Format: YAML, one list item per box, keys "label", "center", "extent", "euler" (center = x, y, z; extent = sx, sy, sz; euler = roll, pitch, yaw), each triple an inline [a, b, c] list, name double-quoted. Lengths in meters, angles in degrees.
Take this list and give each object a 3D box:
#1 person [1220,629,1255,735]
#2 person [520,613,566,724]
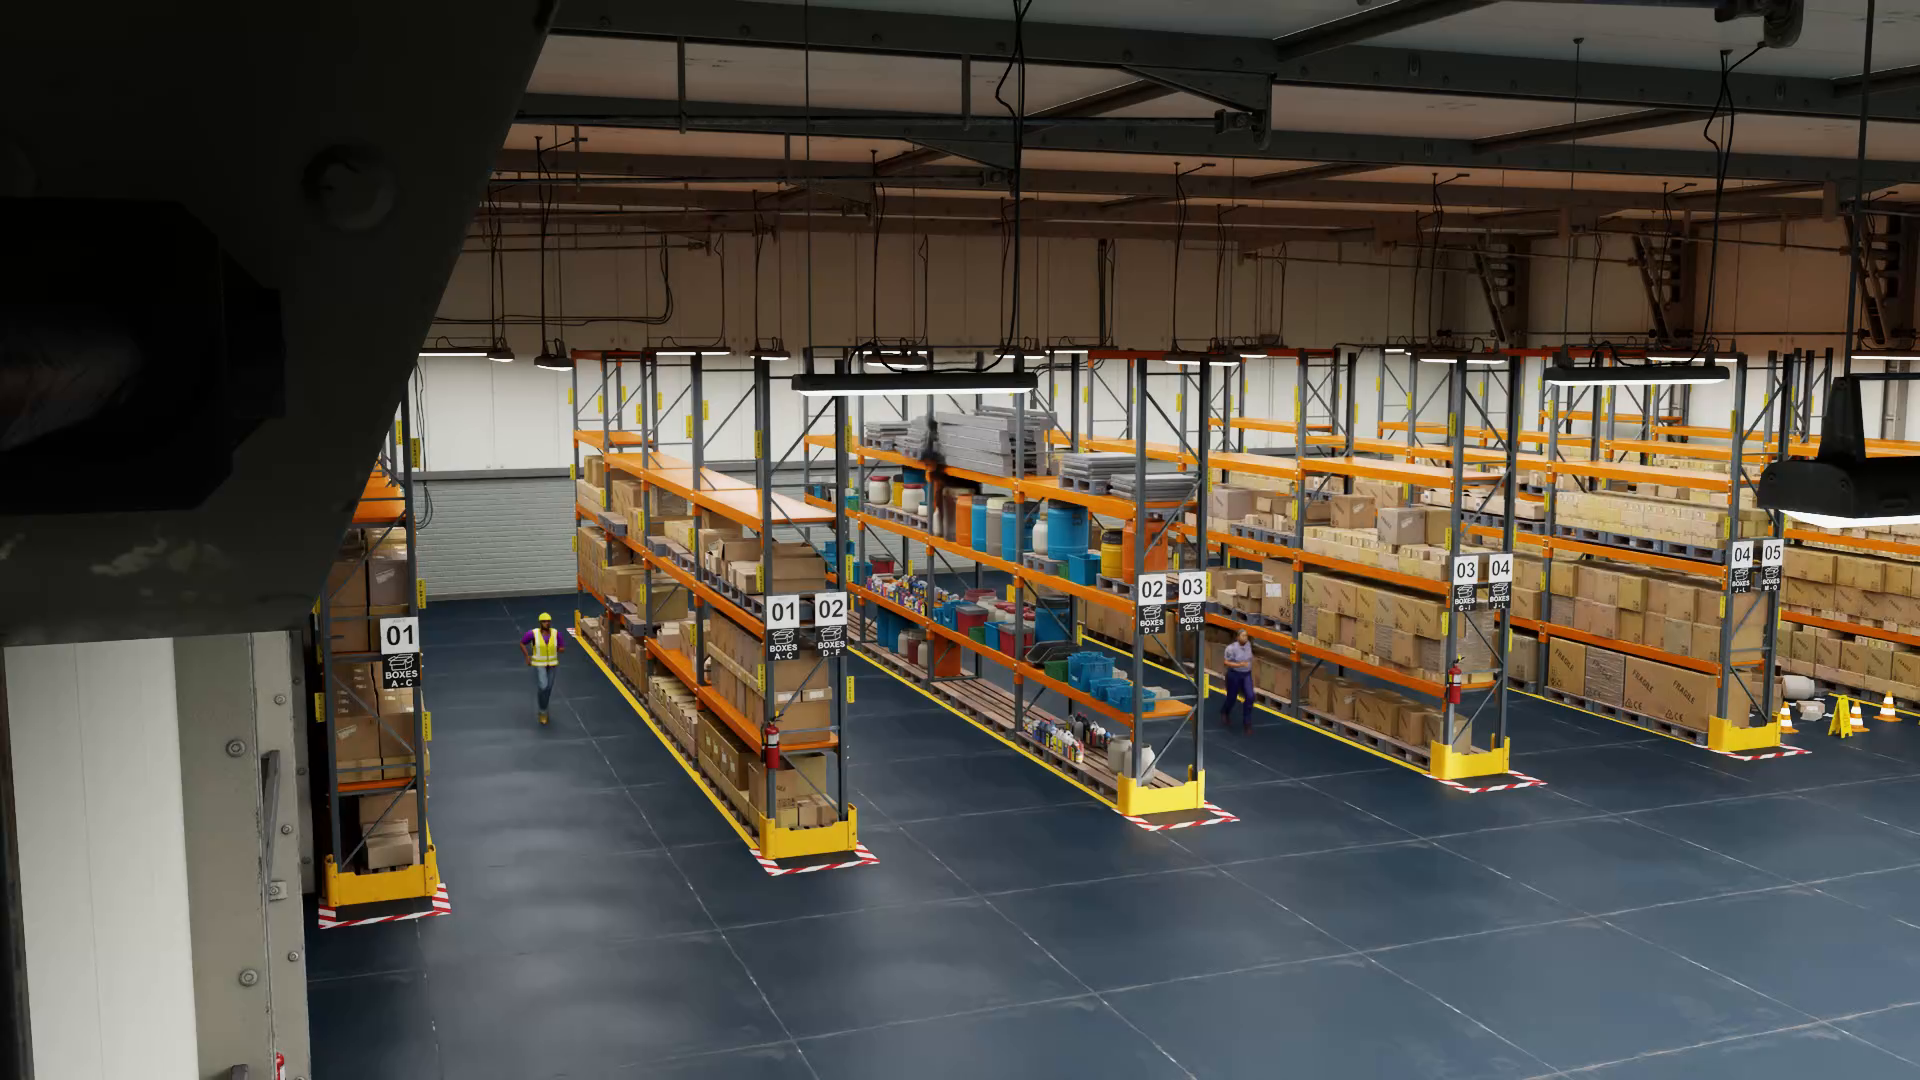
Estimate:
- label: "person"
  center: [4.432, 2.231, 26.599]
  extent: [0.627, 1.694, 0.867]
  euler: [-3, 8, -21]
- label: "person"
  center: [-6.780, 2.089, 27.204]
  extent: [0.672, 1.824, 0.764]
  euler: [-5, 8, -33]
